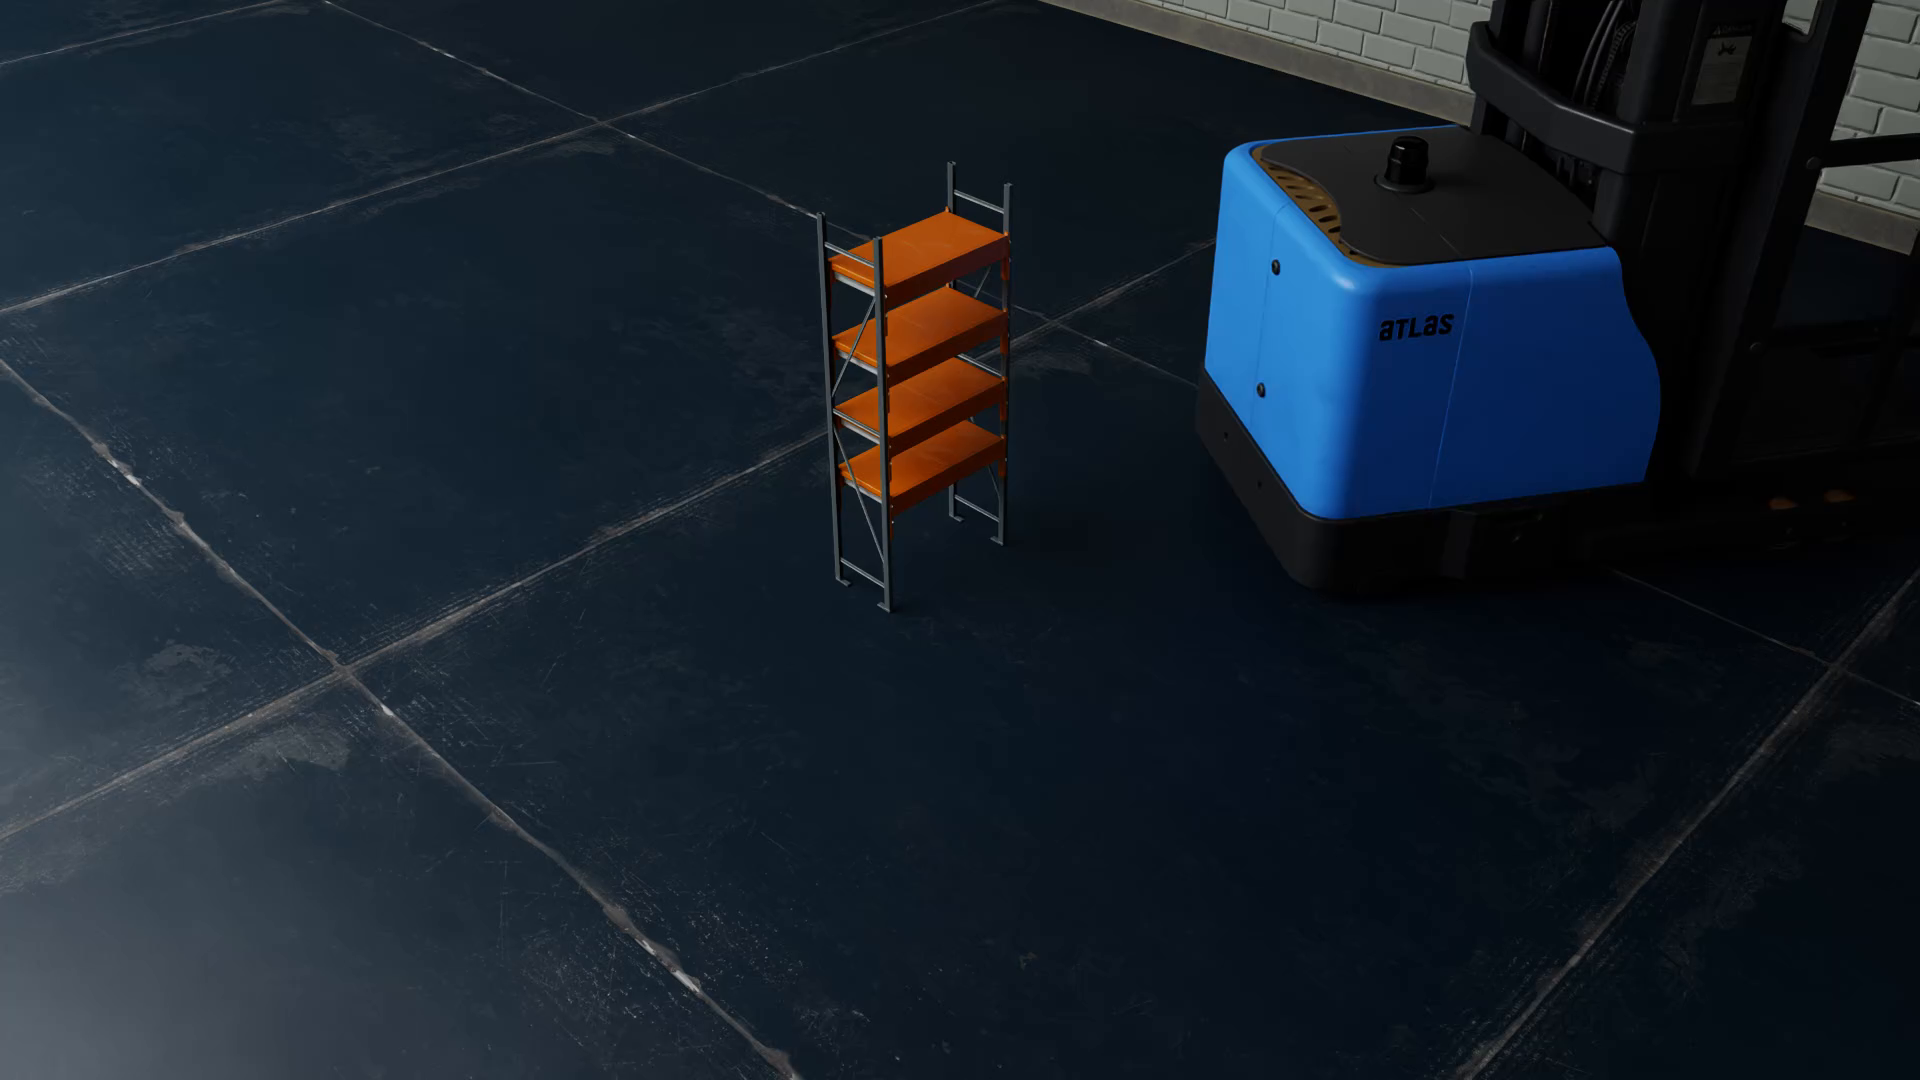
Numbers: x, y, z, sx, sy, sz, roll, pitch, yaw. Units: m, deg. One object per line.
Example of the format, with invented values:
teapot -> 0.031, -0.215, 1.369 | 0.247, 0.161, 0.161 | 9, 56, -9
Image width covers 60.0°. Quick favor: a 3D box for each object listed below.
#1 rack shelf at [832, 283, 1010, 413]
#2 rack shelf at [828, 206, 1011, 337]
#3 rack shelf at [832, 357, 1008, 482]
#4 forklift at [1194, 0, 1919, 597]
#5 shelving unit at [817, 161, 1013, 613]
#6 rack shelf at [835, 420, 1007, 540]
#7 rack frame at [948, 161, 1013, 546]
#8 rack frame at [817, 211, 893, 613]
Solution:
rack shelf -> -0.117, -0.553, 4.721 | 0.258, 0.148, 0.480 | 30, 45, 35
rack shelf -> -0.117, -0.747, 4.586 | 0.258, 0.148, 0.480 | 30, 45, 35
rack shelf -> -0.117, -0.370, 4.849 | 0.258, 0.148, 0.480 | 30, 45, 35
forklift -> 2.371, -1.461, 4.783 | 3.031, 2.935, 1.130 | -7, 36, -10
shelving unit -> -0.117, -0.425, 4.810 | 0.258, 1.200, 0.503 | 30, 45, 35
rack shelf -> -0.117, -0.207, 4.962 | 0.258, 0.148, 0.480 | 30, 45, 35
rack frame -> 0.055, -0.524, 4.952 | 0.240, 1.200, 0.015 | 30, 45, 35
rack frame -> -0.289, -0.326, 4.668 | 0.240, 1.200, 0.015 | 30, 45, 35
